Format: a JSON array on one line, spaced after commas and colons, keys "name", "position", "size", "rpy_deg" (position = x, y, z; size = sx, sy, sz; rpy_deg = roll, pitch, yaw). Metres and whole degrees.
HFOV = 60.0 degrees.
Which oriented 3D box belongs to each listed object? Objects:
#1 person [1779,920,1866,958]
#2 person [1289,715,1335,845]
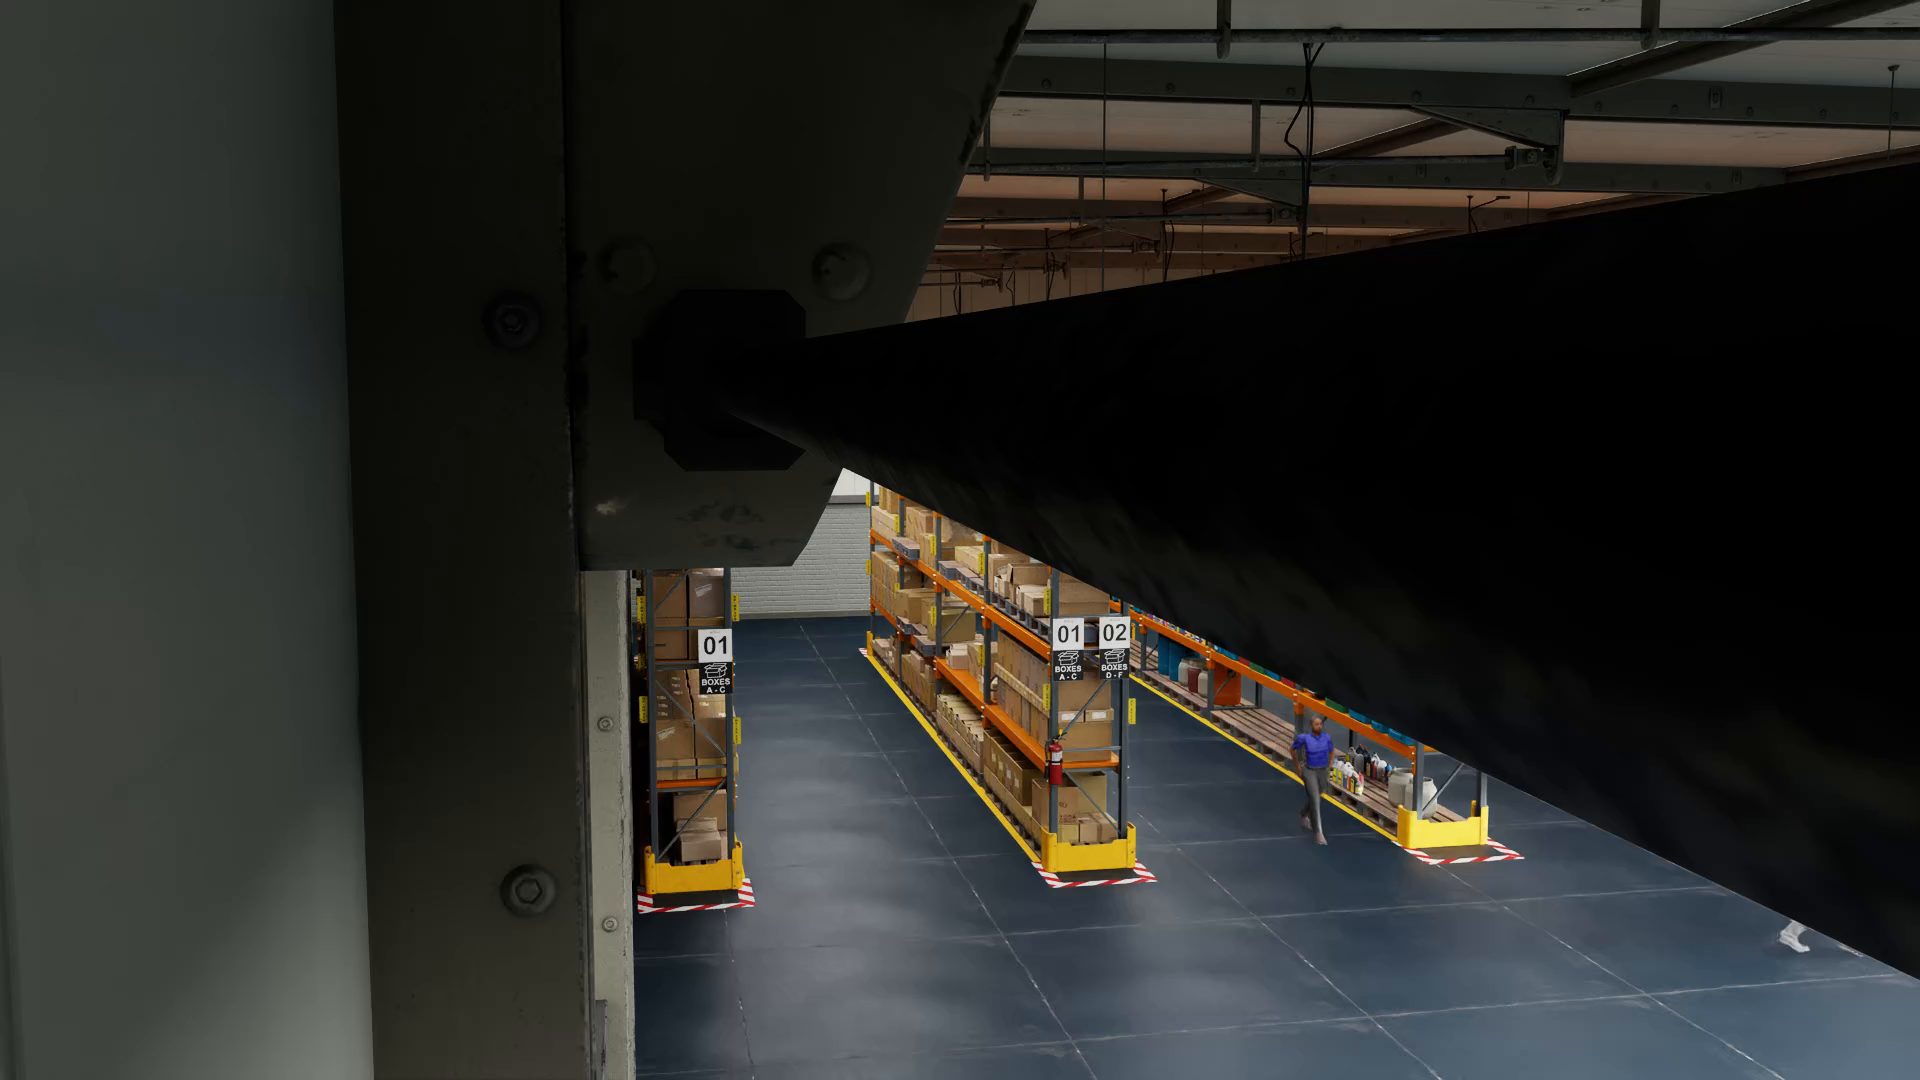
[{"name": "person", "position": [9.294, 3.597, 17.836], "size": [0.896, 1.785, 0.704], "rpy_deg": [2, 6, 17]}, {"name": "person", "position": [4.769, 3.176, 22.384], "size": [0.575, 1.674, 0.869], "rpy_deg": [-2, 6, -17]}]
